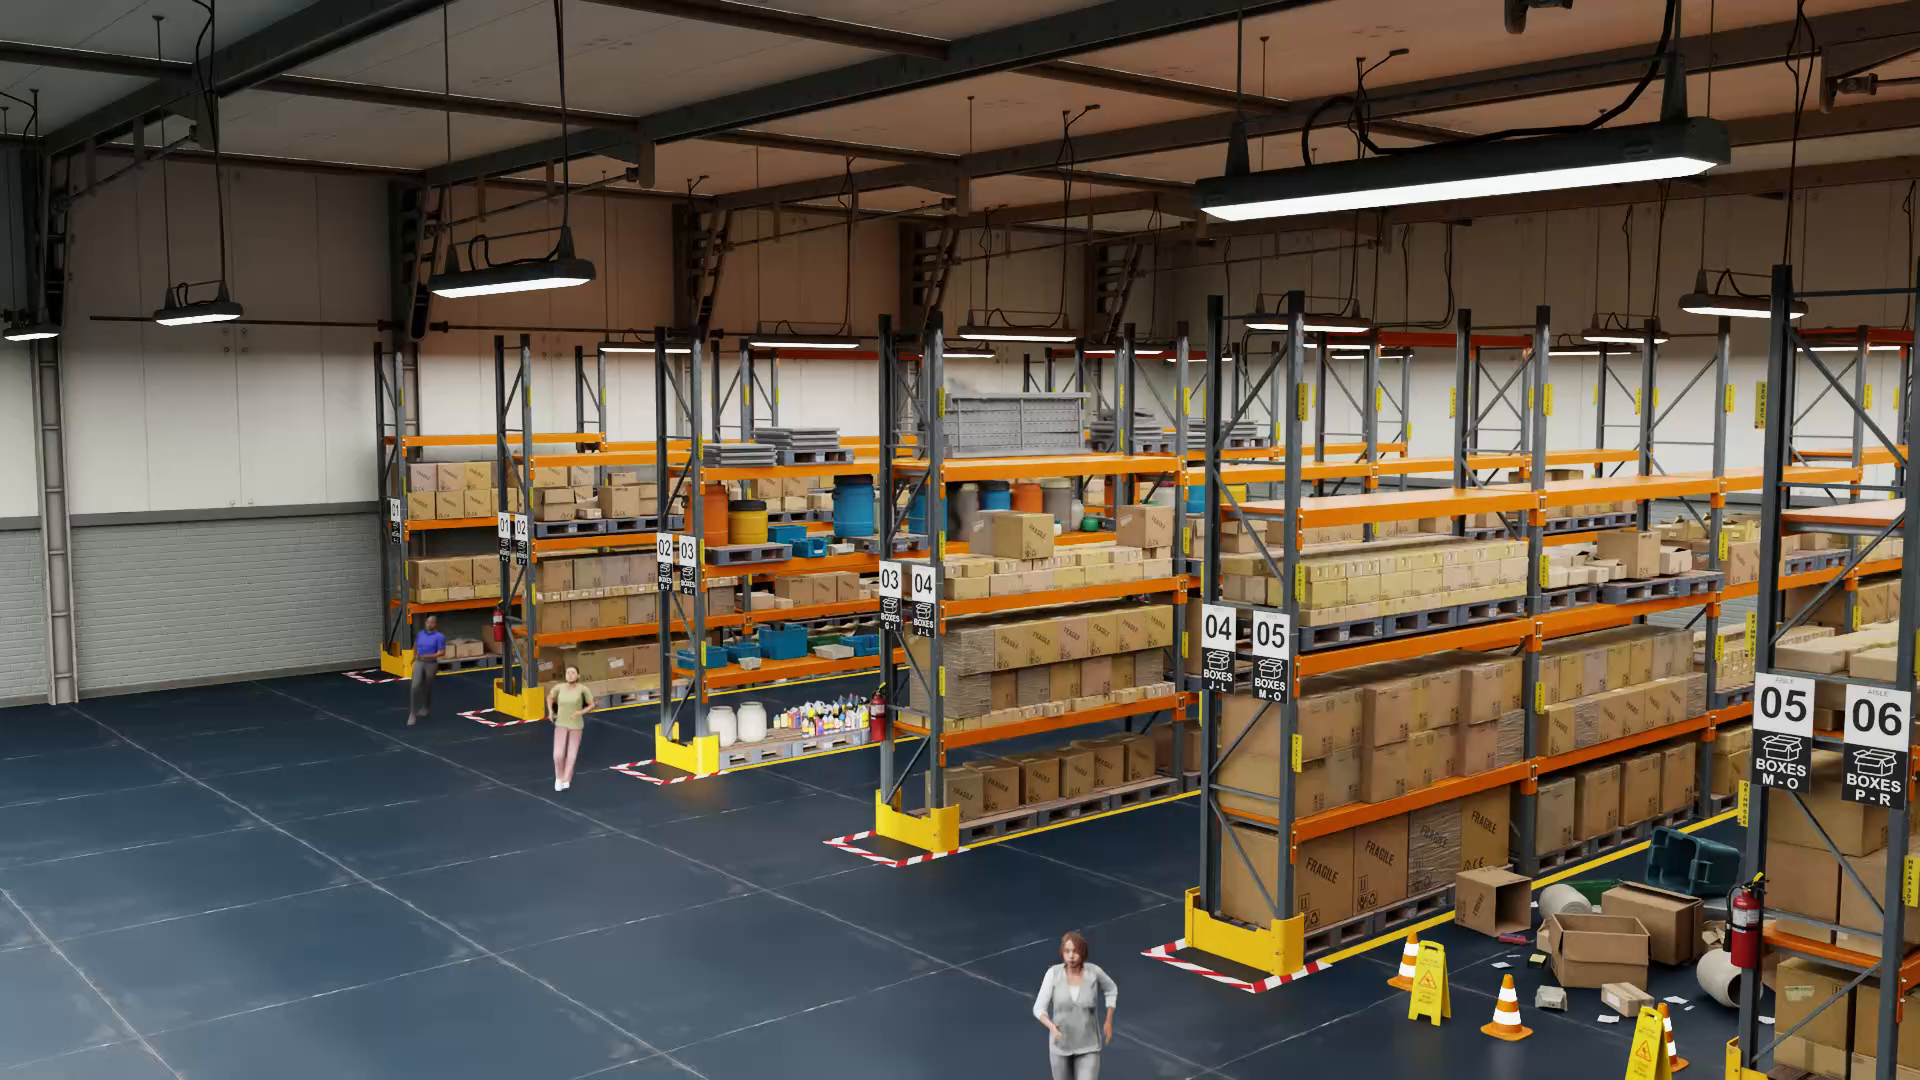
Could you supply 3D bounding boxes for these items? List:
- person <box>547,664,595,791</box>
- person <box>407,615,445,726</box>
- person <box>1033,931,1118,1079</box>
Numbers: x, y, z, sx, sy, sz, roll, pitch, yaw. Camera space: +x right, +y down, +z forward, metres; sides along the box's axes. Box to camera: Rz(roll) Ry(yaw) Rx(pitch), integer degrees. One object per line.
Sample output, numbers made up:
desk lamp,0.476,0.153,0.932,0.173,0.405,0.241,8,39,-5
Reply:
person,-4.984,2.408,21.296,0.610,1.633,0.576,-1,5,-7
person,-8.266,2.041,25.792,0.581,1.567,0.777,0,5,-2
person,0.760,3.368,10.990,0.552,1.600,0.894,1,5,7
